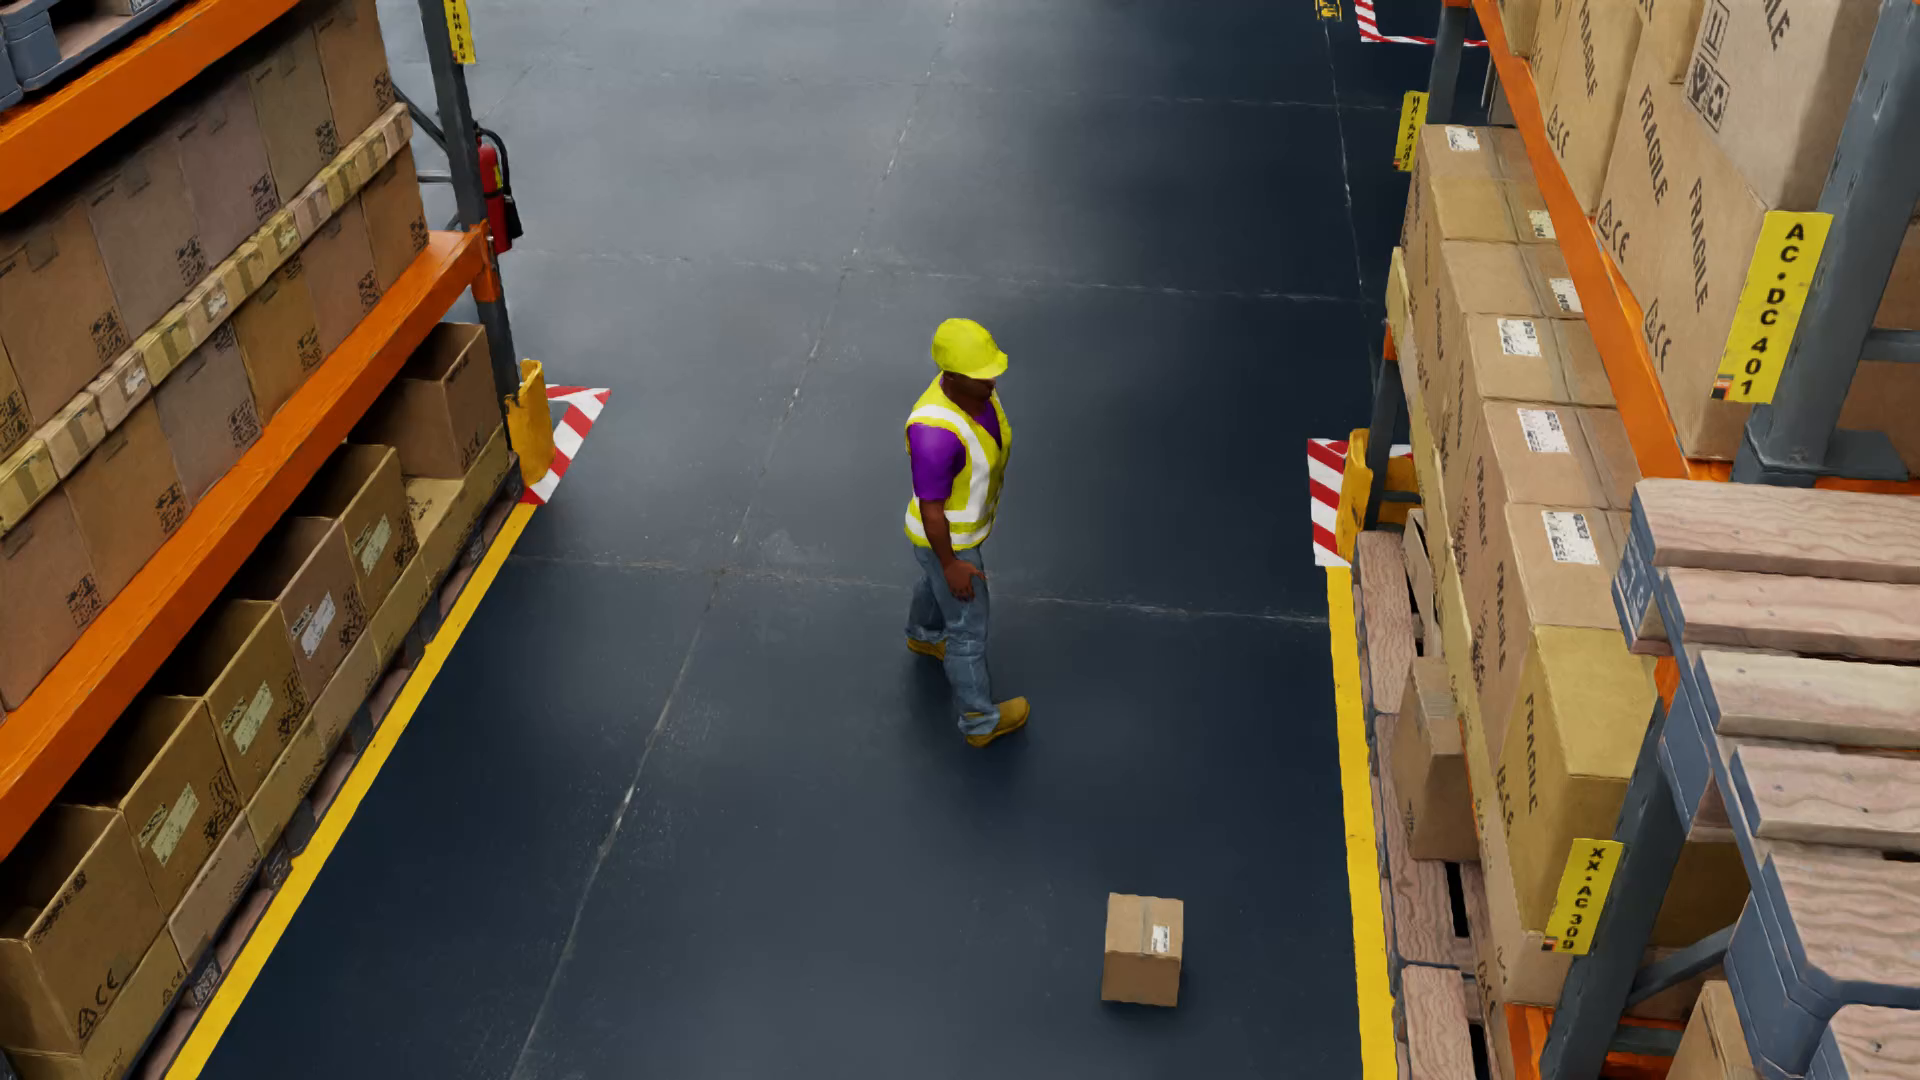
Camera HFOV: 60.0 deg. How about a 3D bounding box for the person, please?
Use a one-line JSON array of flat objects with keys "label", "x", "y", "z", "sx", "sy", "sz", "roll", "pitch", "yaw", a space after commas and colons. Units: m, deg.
[{"label": "person", "x": 0.004, "y": -0.074, "z": 6.235, "sx": 0.599, "sy": 1.762, "sz": 0.634, "roll": 9, "pitch": 37, "yaw": 12}]
